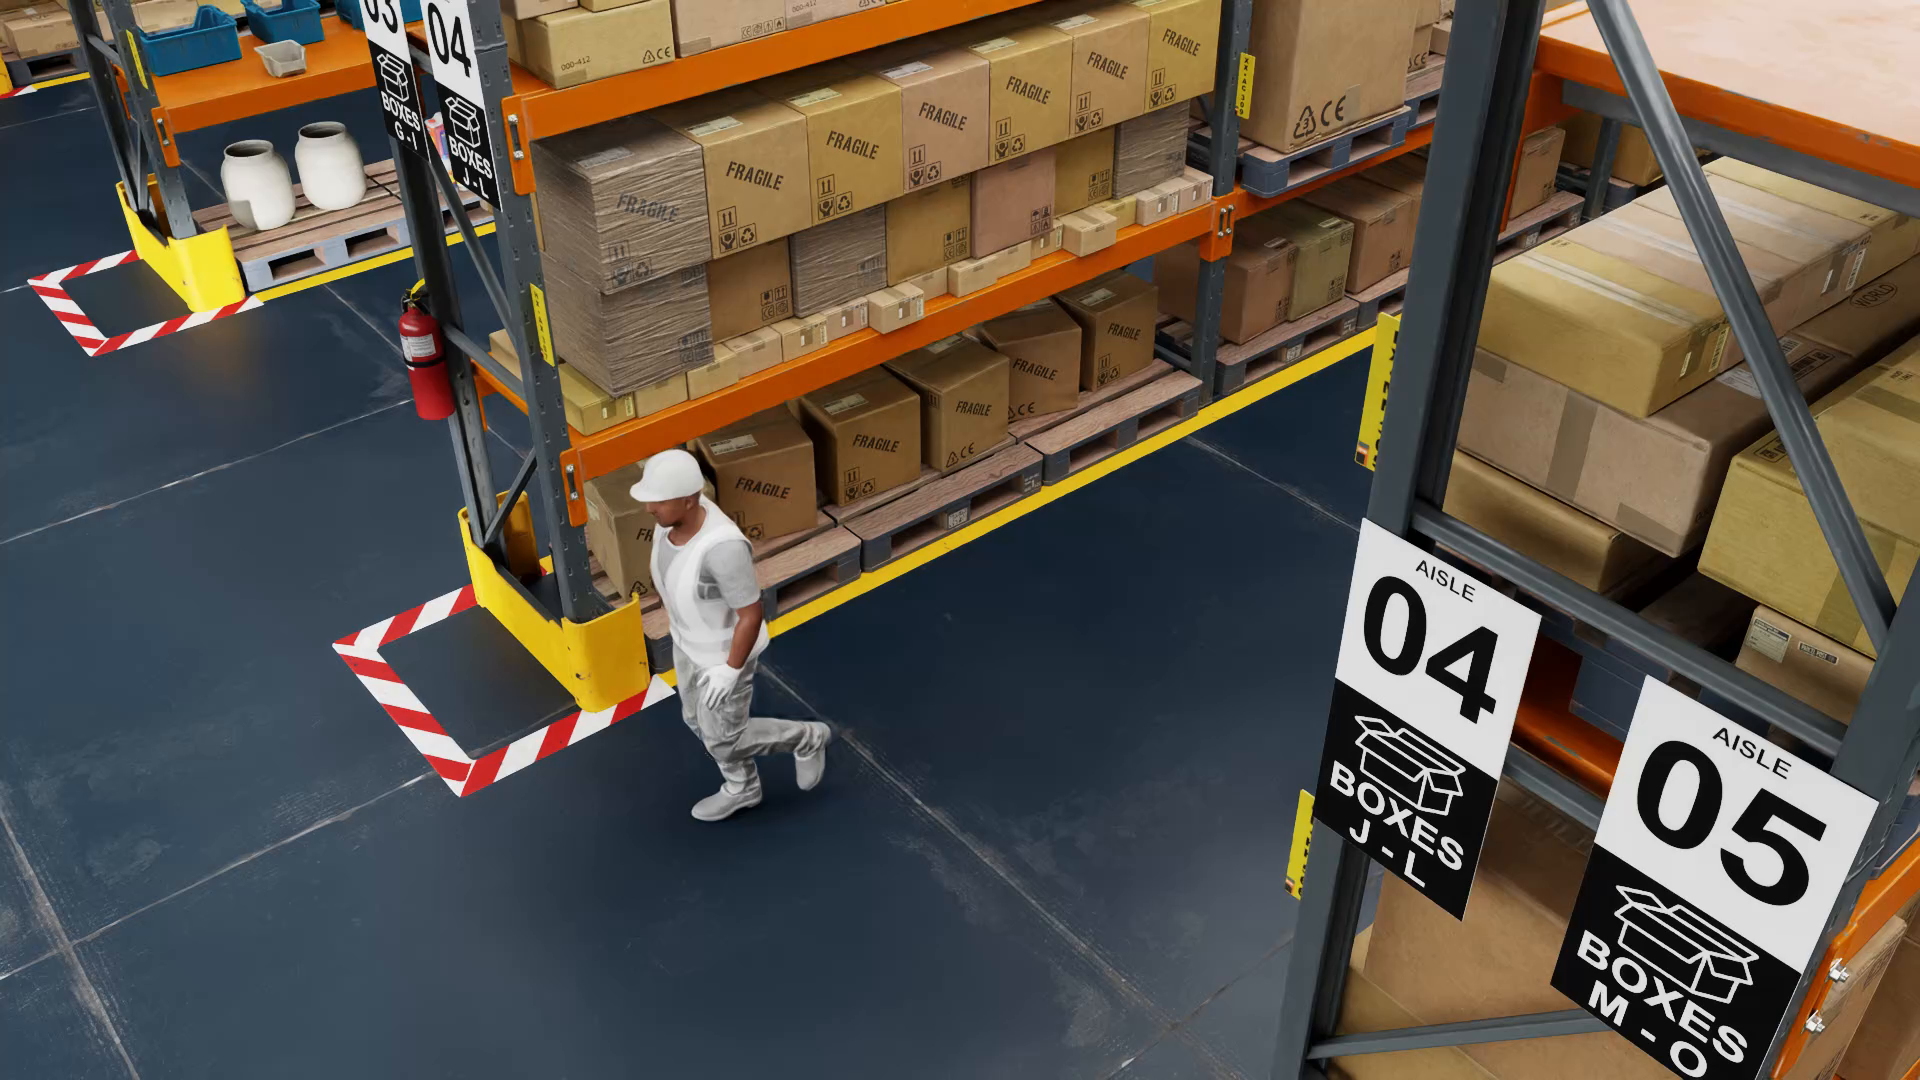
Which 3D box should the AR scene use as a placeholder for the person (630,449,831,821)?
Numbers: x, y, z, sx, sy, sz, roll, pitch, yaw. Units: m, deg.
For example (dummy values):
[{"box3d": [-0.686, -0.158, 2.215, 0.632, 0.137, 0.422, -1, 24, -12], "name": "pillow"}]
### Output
[{"box3d": [-0.886, 0.369, 6.536, 0.649, 1.755, 0.606, -22, 41, -28], "name": "person"}]
